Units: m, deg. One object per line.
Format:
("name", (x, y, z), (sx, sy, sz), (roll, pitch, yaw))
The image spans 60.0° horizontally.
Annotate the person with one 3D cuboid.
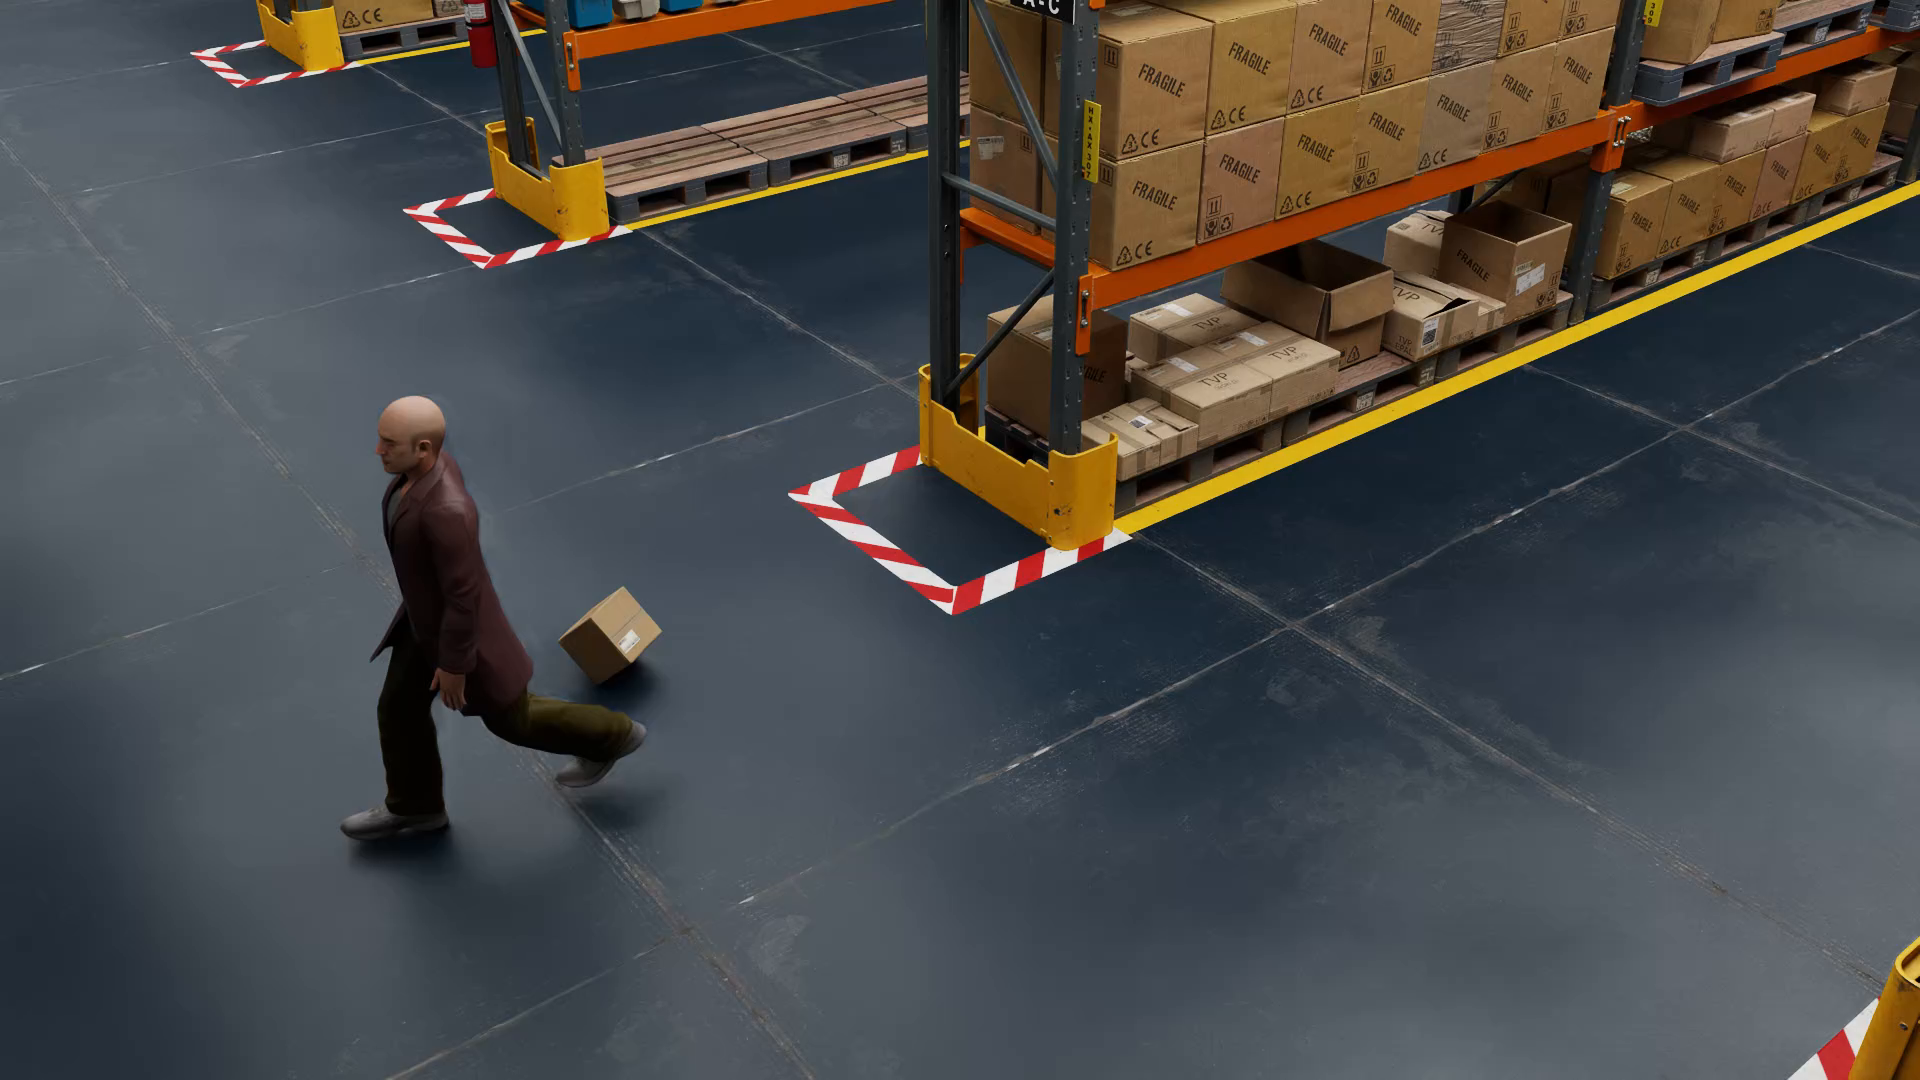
("person", (-1.682, 0.282, 5.708), (1.105, 1.728, 0.586), (-18, 36, -26))
